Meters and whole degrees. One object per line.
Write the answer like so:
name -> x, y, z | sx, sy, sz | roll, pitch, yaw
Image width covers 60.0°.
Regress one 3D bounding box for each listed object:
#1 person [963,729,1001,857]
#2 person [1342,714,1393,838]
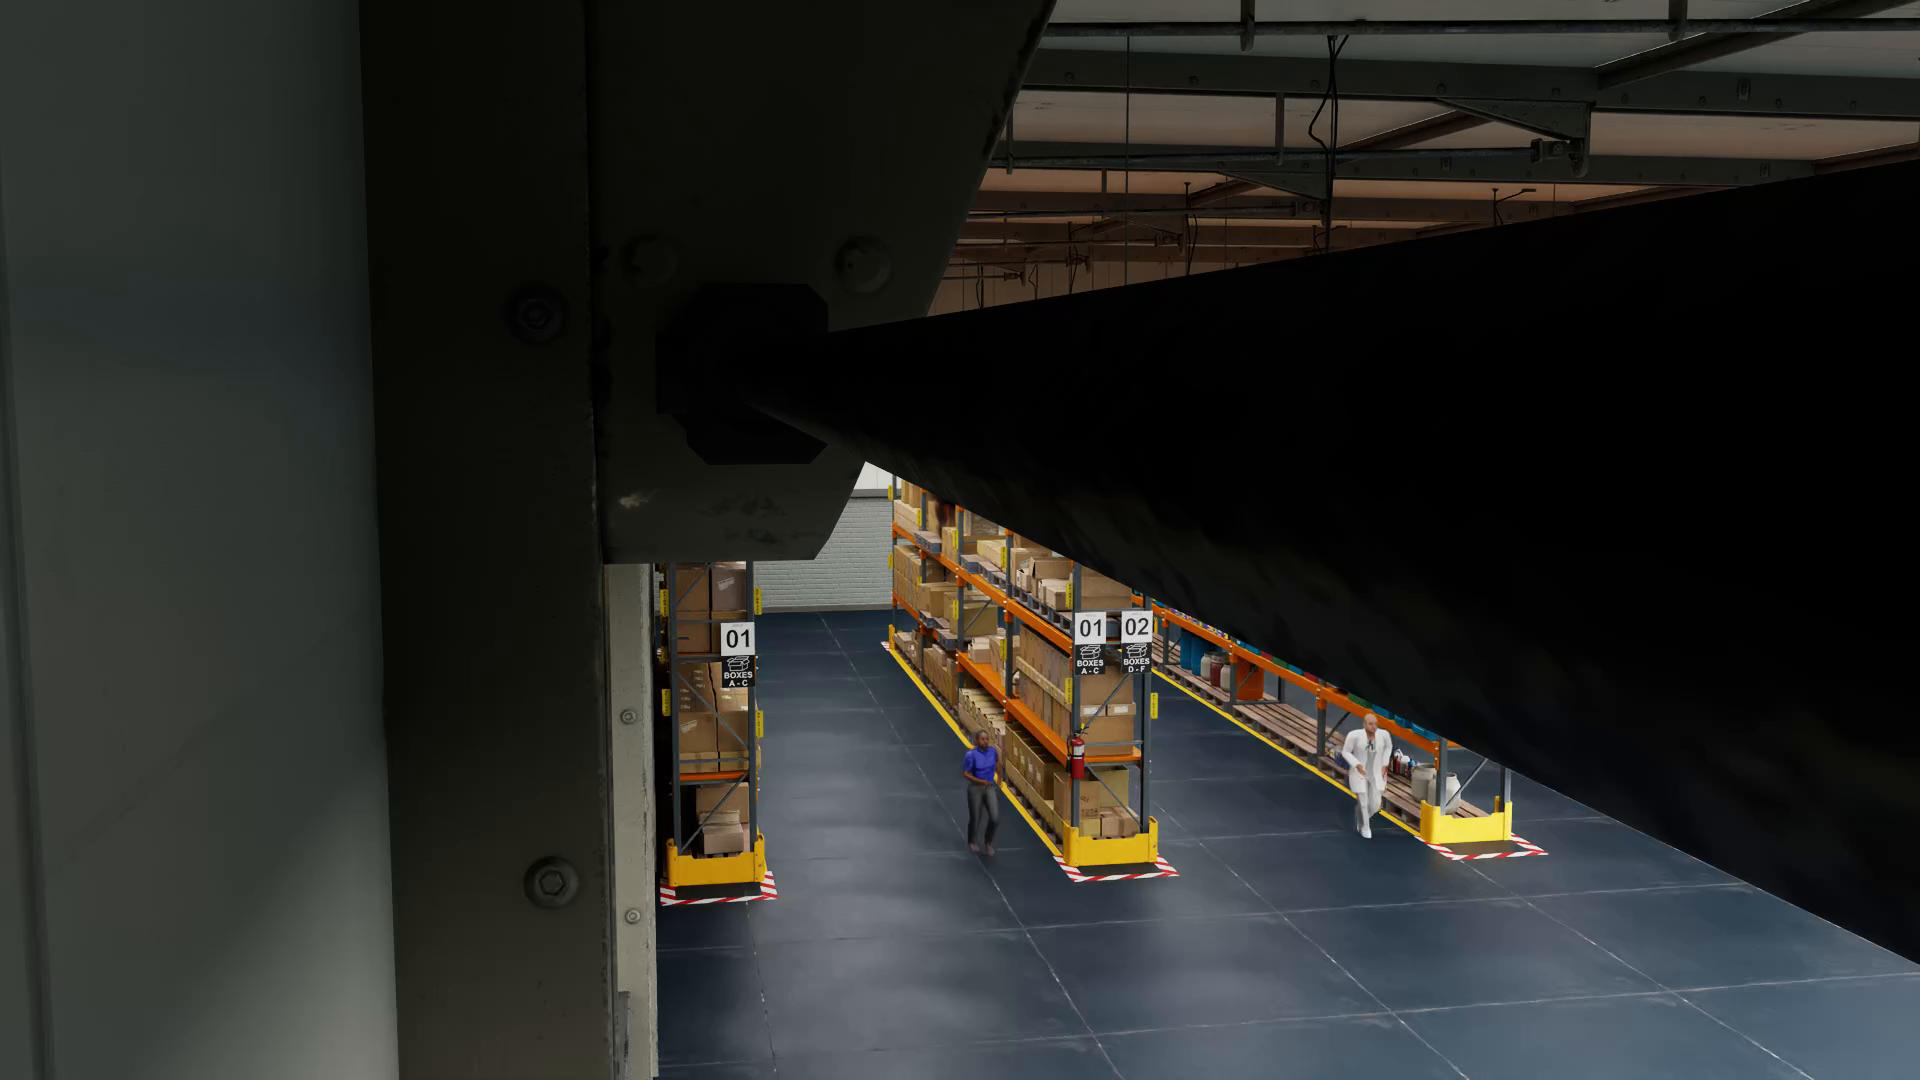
person -> 0.312, 3.241, 21.200 | 0.592, 1.685, 0.684 | -2, 7, -22
person -> 5.415, 3.123, 22.047 | 0.713, 1.705, 0.706 | -1, 6, -5
